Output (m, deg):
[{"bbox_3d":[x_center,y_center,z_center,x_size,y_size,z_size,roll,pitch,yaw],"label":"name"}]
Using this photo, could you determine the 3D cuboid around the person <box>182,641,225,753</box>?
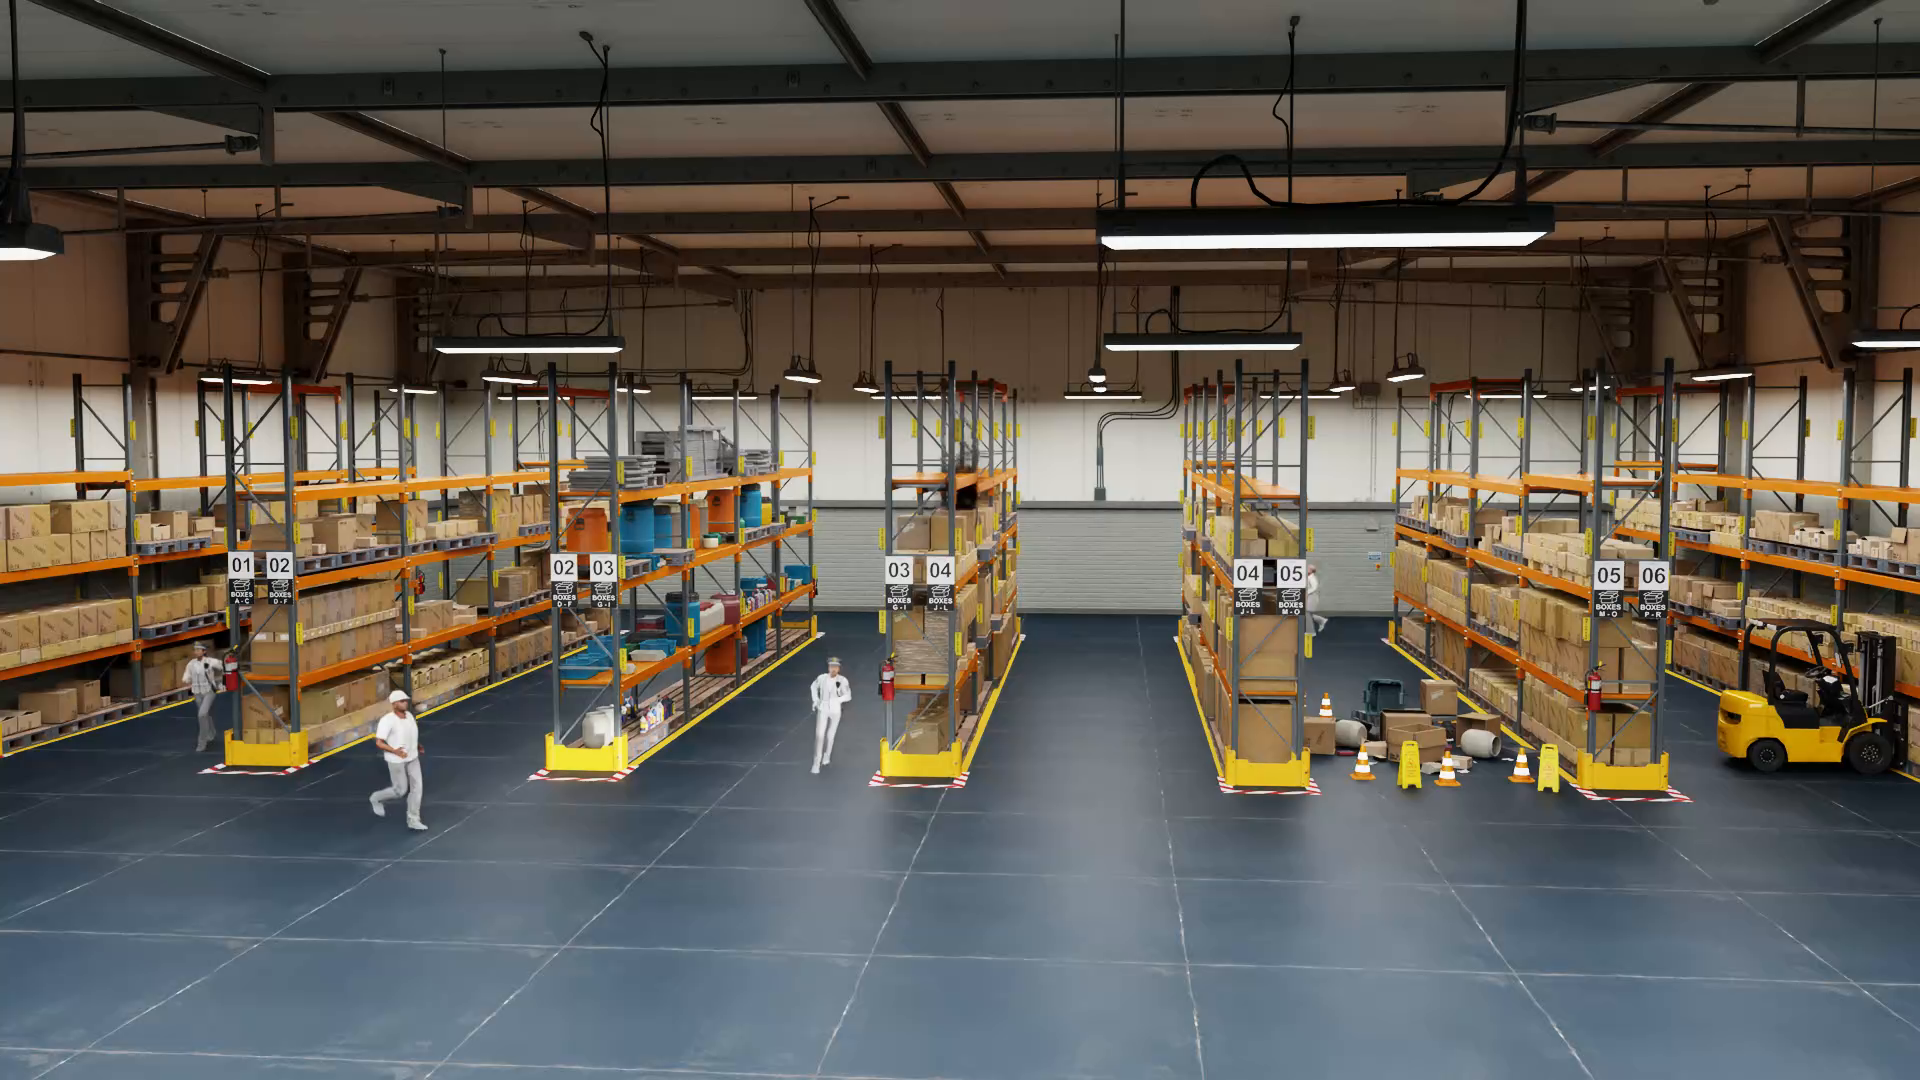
[{"bbox_3d":[-11.861,2.443,26.173,0.622,1.733,0.878,0,4,6],"label":"person"}]

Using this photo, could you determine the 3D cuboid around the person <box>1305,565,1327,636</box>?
[{"bbox_3d":[8.598,1.480,40.454,0.691,1.751,0.706,1,4,10],"label":"person"}]

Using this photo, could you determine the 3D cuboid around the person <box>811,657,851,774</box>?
[{"bbox_3d":[-1.905,2.572,24.550,0.604,1.732,0.740,0,4,-2],"label":"person"}]

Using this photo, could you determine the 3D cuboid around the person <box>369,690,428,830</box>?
[{"bbox_3d":[-7.049,2.759,20.918,0.855,1.752,0.706,2,4,25],"label":"person"}]
